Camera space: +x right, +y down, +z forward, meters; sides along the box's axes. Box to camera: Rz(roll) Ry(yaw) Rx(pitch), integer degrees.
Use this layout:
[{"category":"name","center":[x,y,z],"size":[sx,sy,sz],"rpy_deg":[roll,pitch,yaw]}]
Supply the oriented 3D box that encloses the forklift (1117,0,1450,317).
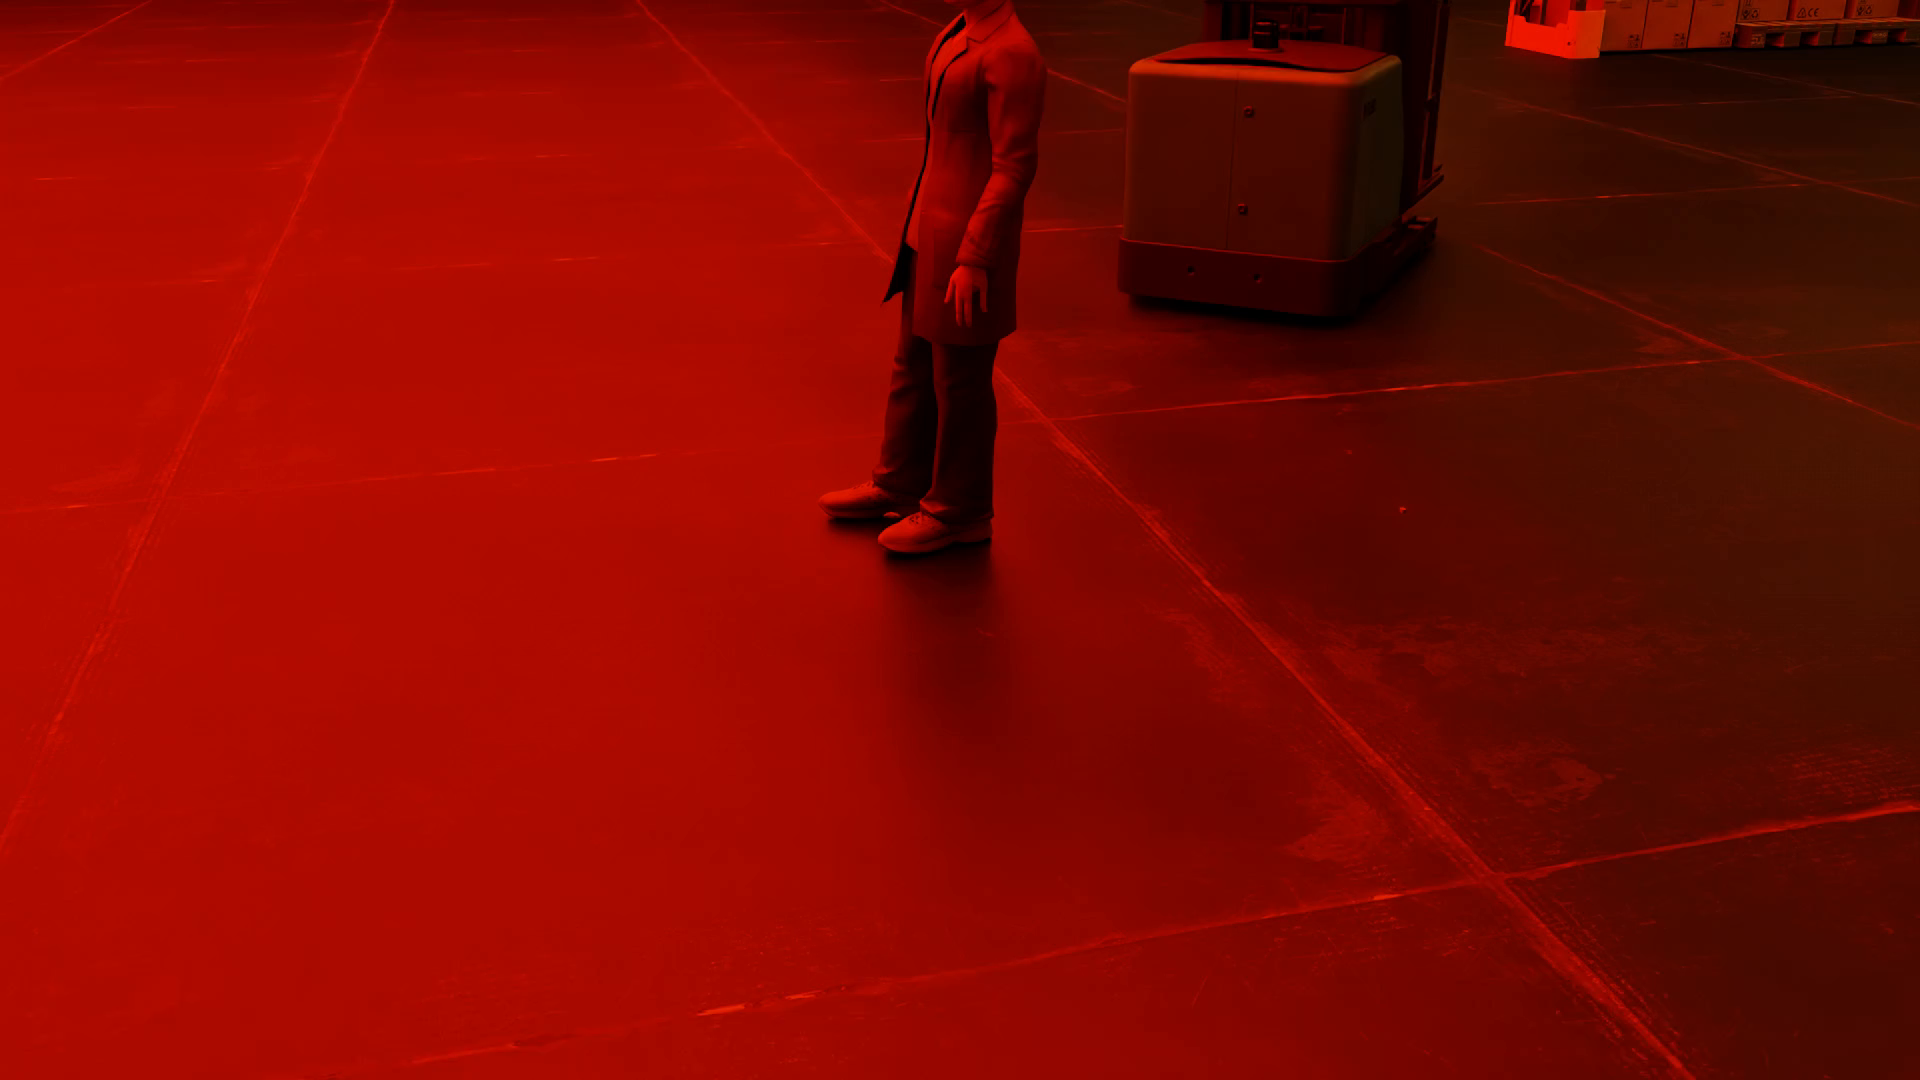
[{"category":"forklift","center":[1.812,-2.845,7.993],"size":[1.130,2.935,3.031],"rpy_deg":[11,25,24]}]

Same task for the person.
[{"category":"person","center":[-0.090,-0.817,4.683],"size":[0.579,1.778,0.698],"rpy_deg":[-6,24,-14]}]
